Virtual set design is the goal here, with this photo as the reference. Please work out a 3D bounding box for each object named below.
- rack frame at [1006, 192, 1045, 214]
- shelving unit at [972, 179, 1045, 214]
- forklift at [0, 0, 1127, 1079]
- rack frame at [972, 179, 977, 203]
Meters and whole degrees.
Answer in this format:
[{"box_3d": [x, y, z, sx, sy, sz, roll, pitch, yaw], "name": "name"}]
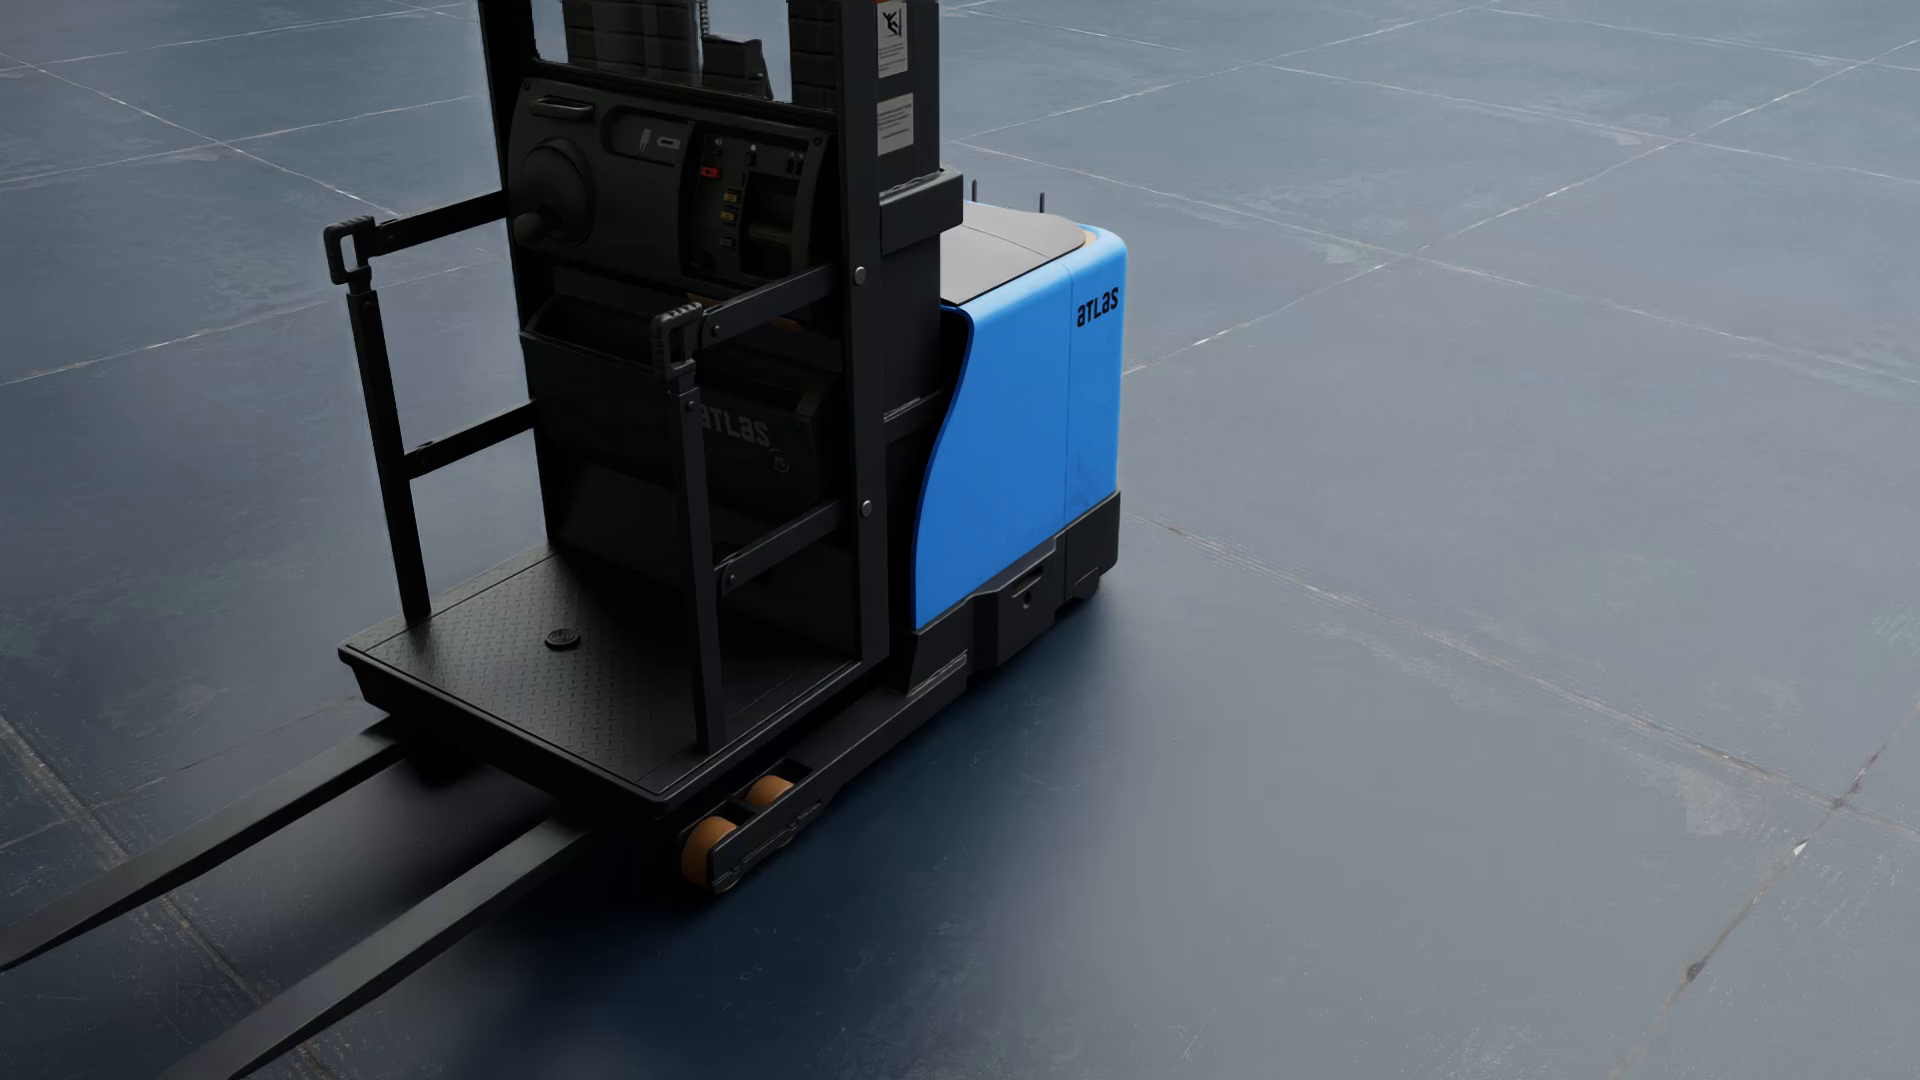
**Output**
[{"box_3d": [0.194, -0.537, 5.144, 0.008, 1.050, 0.200, 18, 33, 30], "name": "rack frame"}, {"box_3d": [0.093, -0.570, 5.205, 0.252, 1.050, 0.215, 18, 33, 30], "name": "shelving unit"}, {"box_3d": [-0.789, -0.761, 3.547, 1.130, 2.935, 3.031, 18, 33, 31], "name": "forklift"}, {"box_3d": [-0.007, -0.602, 5.266, 0.008, 1.050, 0.200, 18, 33, 30], "name": "rack frame"}]
